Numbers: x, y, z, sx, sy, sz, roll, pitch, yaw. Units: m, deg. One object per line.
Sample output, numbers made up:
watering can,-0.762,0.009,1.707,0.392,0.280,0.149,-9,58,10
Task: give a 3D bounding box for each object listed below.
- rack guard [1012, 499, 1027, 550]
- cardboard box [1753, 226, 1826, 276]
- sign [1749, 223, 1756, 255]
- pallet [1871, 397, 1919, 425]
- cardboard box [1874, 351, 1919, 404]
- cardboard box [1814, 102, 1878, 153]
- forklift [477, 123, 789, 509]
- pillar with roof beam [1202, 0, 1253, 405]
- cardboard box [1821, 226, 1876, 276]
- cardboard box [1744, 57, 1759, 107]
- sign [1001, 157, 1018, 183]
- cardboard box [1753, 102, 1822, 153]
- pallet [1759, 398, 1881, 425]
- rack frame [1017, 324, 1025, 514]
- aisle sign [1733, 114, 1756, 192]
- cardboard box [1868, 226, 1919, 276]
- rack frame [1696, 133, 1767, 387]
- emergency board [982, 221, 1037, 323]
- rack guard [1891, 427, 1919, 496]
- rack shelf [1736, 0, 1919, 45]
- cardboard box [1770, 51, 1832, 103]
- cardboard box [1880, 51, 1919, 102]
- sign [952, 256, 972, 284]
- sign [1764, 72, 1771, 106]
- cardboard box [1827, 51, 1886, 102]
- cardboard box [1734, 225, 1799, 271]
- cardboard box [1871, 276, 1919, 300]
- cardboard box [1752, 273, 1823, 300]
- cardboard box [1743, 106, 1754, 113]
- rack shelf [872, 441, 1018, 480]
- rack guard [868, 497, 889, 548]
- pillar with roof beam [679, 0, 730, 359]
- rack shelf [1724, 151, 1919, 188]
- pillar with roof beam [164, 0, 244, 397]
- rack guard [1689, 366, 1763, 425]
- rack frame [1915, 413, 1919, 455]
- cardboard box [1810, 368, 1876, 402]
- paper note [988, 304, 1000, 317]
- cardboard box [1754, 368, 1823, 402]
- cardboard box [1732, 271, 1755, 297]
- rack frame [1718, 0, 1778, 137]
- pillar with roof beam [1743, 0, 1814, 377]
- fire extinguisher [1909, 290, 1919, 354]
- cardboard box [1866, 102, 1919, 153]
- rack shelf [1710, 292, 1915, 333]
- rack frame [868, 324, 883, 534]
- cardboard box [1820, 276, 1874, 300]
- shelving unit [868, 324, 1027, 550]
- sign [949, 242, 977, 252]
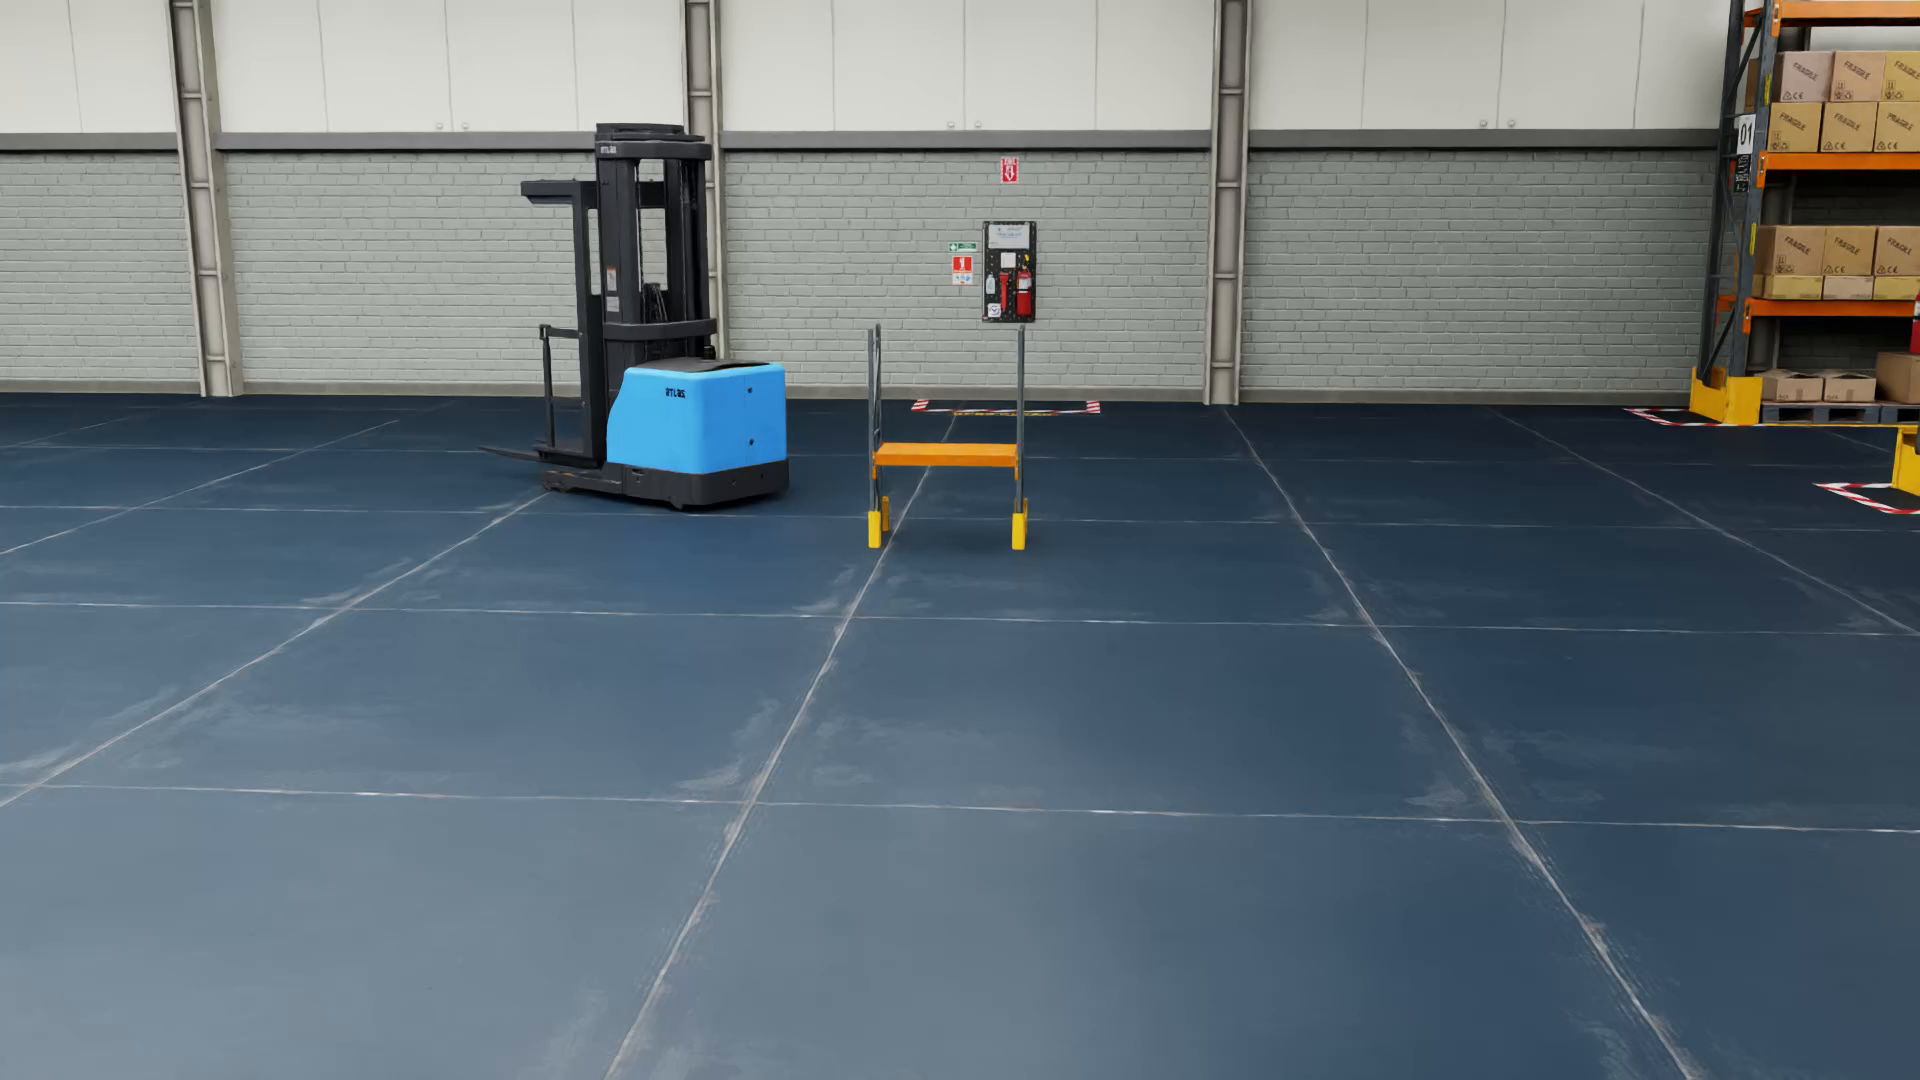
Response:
rack guard,0.421,-0.117,11.715,0.087,0.250,0.587,1,12,4
cardboard box,8.723,-3.048,17.497,0.500,0.500,0.500,1,12,4
sign,8.231,-3.125,17.267,0.005,0.325,0.100,1,12,4
pallet,10.365,-1.411,17.996,1.213,0.211,1.003,1,12,4
cardboard box,10.249,-1.748,17.829,0.500,0.500,0.700,0,12,0
cardboard box,9.117,-4.269,17.230,0.500,0.500,0.500,2,12,8
forklift,-2.847,-1.896,13.673,3.031,2.935,1.130,9,15,37
pillar with roof beam,2.749,-5.118,14.258,0.400,9.000,9.100,1,12,4
cardboard box,9.216,-3.039,17.455,0.500,0.500,0.500,1,12,4
cardboard box,8.714,-4.876,17.691,0.500,0.500,0.500,1,12,6
sign,0.572,-4.258,19.136,0.199,0.298,0.001,1,12,4
cardboard box,8.584,-4.283,17.300,0.500,0.500,0.500,1,12,5
pallet,9.151,-1.428,18.078,1.213,0.211,1.003,1,12,4
rack frame,0.422,-0.728,11.587,0.032,1.500,0.500,1,12,4
aisle sign,8.175,-4.024,17.331,0.004,0.787,0.394,1,12,4
cardboard box,9.731,-3.030,17.415,0.500,0.500,0.500,0,12,2
rack frame,8.267,-2.812,17.886,0.127,3.000,1.000,1,12,4
emergency board,0.573,-3.103,19.276,0.643,1.169,0.194,1,12,4
rack guard,7.916,-0.577,13.305,0.348,0.500,1.175,1,12,4
rack shelf,10.262,-5.367,17.214,4.000,0.370,1.077,1,12,4
cardboard box,8.635,-4.774,17.201,0.500,0.500,0.500,0,12,0
cardboard box,9.644,-4.752,17.097,0.500,0.500,0.500,1,12,5
sign,0.028,-3.149,19.409,0.234,0.329,0.001,1,12,4
sign,8.231,-4.597,16.959,0.005,0.325,0.100,1,12,4
cardboard box,9.132,-4.756,17.119,0.500,0.500,0.500,1,12,3
cardboard box,8.751,-3.153,17.999,0.500,0.500,0.500,1,12,3
cardboard box,9.759,-2.665,17.498,0.500,0.250,0.500,1,12,3
cardboard box,8.732,-2.677,17.557,0.500,0.250,0.500,0,12,2
cardboard box,8.700,-4.385,17.786,0.500,0.500,0.500,2,12,8
rack shelf,-0.085,-0.559,11.657,1.000,0.185,0.538,1,12,4
rack guard,-0.573,-0.130,11.780,0.087,0.250,0.587,1,12,4
pillar with roof beam,-3.238,-5.200,14.651,0.400,9.000,9.100,1,12,4
rack shelf,10.262,-3.901,17.521,4.000,0.370,1.077,1,12,4
pillar with roof beam,-9.224,-5.283,15.043,0.400,9.000,9.100,1,12,4
rack guard,8.343,-1.588,18.136,0.348,0.500,1.175,1,12,4
rack frame,7.939,-1.800,13.047,0.127,3.000,1.000,1,12,4
cardboard box,9.520,-1.676,17.945,0.500,0.311,0.500,2,12,8
paper note,0.401,-2.688,19.445,0.142,0.148,0.016,1,12,4
cardboard box,8.951,-1.684,17.983,0.500,0.311,0.500,-1,12,-3
cardboard box,8.746,-2.782,18.058,0.500,0.250,0.500,1,12,5
rack frame,8.267,-5.749,17.271,0.127,3.000,1.000,1,12,4
pillar with roof beam,8.735,-5.036,13.866,0.400,9.000,9.100,1,12,4
fire extinguisher,7.853,-1.859,13.517,0.183,0.674,0.296,1,12,4
cardboard box,9.636,-4.262,17.200,0.500,0.500,0.500,1,12,6
rack shelf,10.262,-2.433,17.828,4.000,0.370,1.077,1,12,4
rack frame,-0.592,-0.742,11.653,0.032,1.500,0.500,1,12,4
cardboard box,9.252,-2.673,17.537,0.500,0.250,0.500,0,12,2
shelving unit,-0.076,-0.735,11.619,1.083,1.500,0.587,1,12,4
sign,0.032,-3.407,19.346,0.331,0.109,0.001,1,12,4
